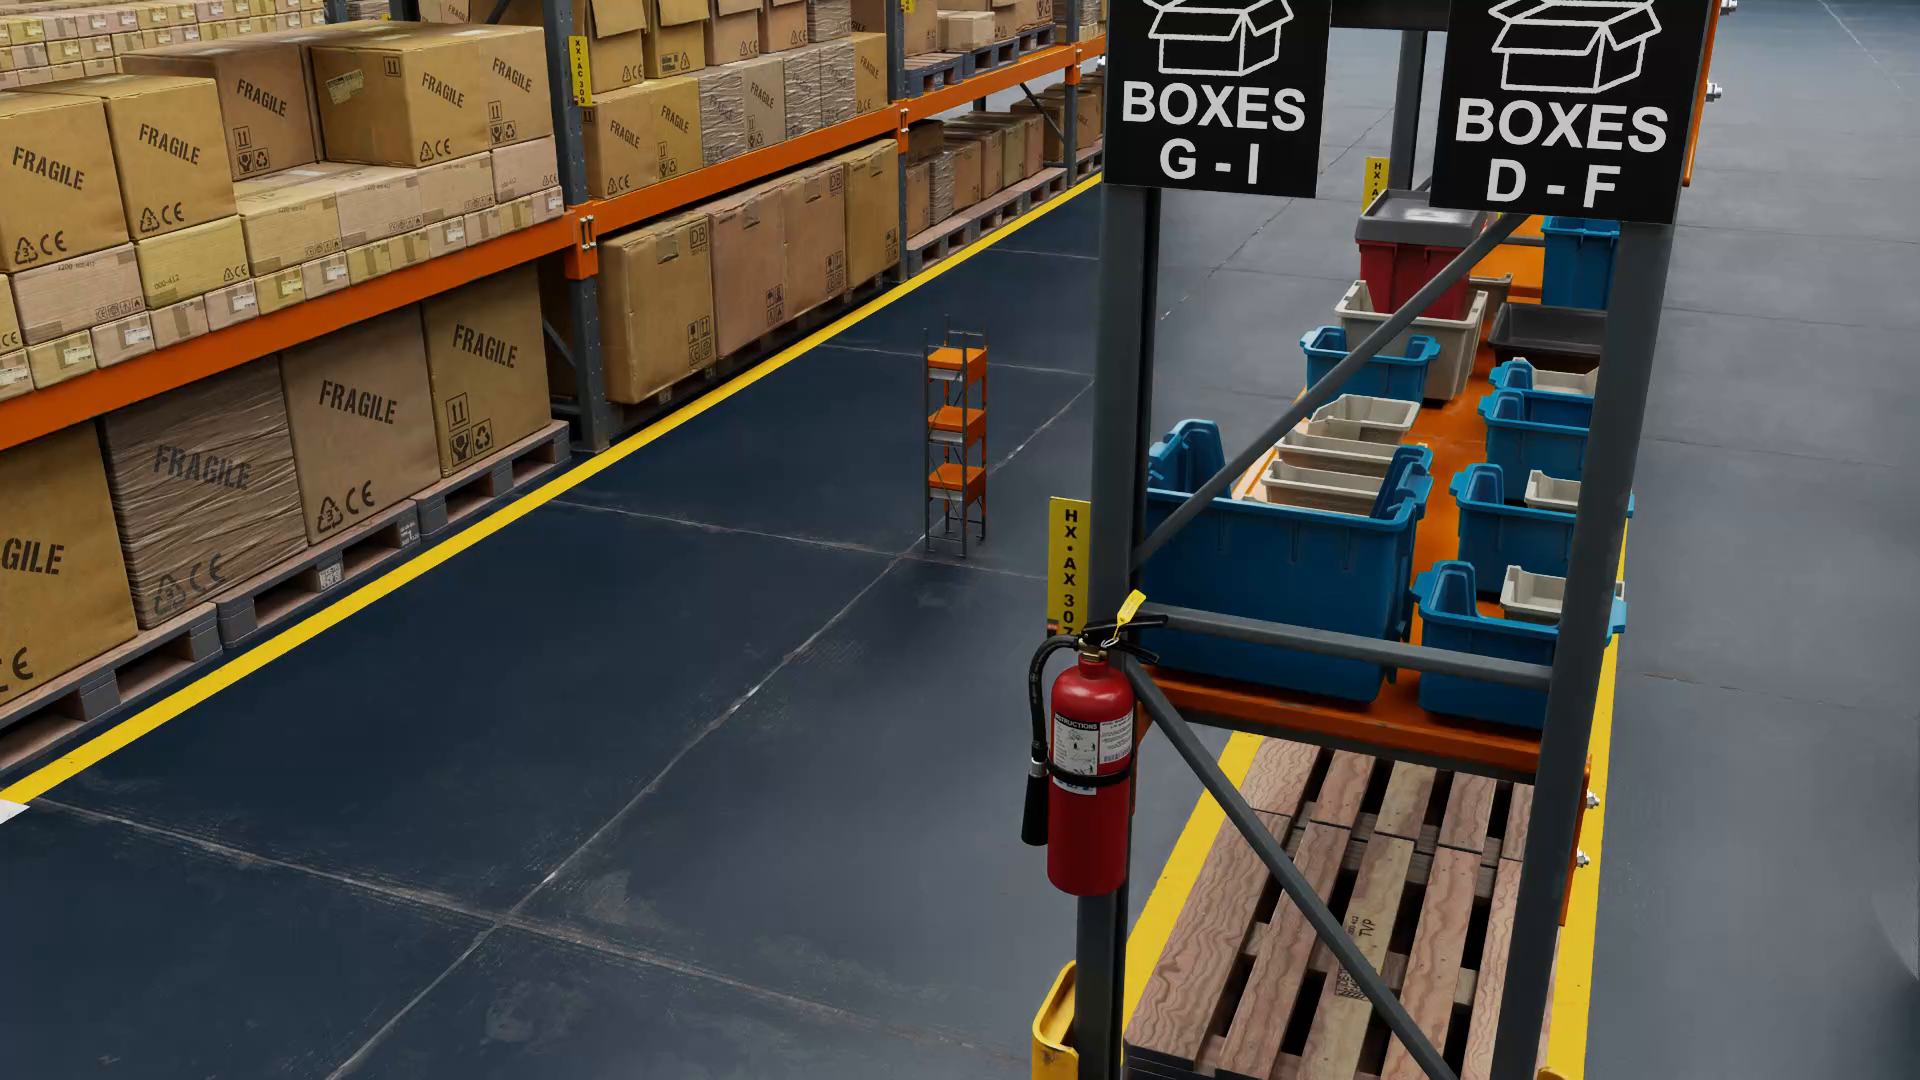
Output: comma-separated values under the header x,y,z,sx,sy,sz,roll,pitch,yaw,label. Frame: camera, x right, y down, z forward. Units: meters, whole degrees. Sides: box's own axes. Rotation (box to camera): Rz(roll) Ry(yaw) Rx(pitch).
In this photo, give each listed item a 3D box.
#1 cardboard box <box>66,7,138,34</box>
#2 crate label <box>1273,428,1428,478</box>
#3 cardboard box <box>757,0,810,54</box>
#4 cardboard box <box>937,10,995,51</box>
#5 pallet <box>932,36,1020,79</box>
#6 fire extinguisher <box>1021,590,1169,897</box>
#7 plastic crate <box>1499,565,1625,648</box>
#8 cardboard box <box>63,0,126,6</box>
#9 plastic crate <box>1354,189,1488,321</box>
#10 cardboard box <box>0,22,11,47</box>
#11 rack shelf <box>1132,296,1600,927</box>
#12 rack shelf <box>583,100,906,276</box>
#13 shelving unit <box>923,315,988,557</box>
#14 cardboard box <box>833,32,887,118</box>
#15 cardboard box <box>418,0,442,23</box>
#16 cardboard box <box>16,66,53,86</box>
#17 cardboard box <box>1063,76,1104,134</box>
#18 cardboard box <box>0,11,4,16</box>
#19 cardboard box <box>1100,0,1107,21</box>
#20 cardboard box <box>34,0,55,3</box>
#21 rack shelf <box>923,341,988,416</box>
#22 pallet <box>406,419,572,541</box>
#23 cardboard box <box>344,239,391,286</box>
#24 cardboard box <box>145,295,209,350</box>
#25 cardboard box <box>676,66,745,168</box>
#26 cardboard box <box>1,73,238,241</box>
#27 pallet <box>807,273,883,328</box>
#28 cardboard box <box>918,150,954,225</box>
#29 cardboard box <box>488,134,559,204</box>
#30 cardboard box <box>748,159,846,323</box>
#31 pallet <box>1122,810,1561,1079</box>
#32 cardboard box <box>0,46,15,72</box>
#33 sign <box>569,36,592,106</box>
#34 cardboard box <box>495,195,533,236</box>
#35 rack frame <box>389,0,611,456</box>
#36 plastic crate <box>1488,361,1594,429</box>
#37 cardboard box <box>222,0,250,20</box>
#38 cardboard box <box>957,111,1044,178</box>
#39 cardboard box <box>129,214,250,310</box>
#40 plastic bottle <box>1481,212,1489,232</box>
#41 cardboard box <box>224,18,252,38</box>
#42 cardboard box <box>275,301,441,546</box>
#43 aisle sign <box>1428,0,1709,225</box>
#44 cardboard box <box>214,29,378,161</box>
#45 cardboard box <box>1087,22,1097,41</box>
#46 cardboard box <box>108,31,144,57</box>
x,y,z,sx,sy,sz,roll,pitch,yaw,label
-5.878,-3.561,11.392,0.380,0.149,0.250,10,25,22,cardboard box
1.086,-0.212,4.630,0.396,0.136,0.243,9,24,20,crate label
-1.409,-3.372,10.501,0.797,0.503,0.637,9,24,21,cardboard box
-0.042,-4.047,13.196,0.500,0.250,0.500,8,24,19,cardboard box
-0.180,-3.981,13.638,1.003,0.211,1.213,9,24,20,pallet
0.271,0.413,3.453,0.296,0.674,0.183,9,24,20,fire extinguisher
1.343,0.166,3.724,0.250,0.136,0.298,9,24,20,plastic crate
-6.283,-3.846,12.075,0.380,0.149,0.250,10,25,22,cardboard box
1.671,-0.989,6.064,0.402,0.464,0.583,9,24,20,plastic crate
-6.260,-3.198,10.525,0.380,0.149,0.250,9,24,22,cardboard box
1.492,-0.167,5.192,1.077,0.370,4.000,9,24,20,rack shelf
-1.621,-2.308,10.317,1.077,0.370,4.000,9,24,20,rack shelf
-0.020,-0.465,7.502,0.215,1.050,0.252,9,24,20,shelving unit
-0.831,-3.190,11.364,0.500,0.500,0.500,10,25,22,cardboard box
-4.842,-4.452,14.387,0.500,0.500,0.500,9,24,20,cardboard box
-6.164,-3.012,10.851,0.380,0.149,0.250,9,24,20,cardboard box
1.406,-4.597,17.563,0.500,0.500,0.500,11,25,25,cardboard box
-6.669,-3.477,11.191,0.380,0.149,0.250,9,24,20,cardboard box
1.051,-5.296,16.022,0.875,0.500,0.500,9,24,20,cardboard box
-9.297,-5.429,16.637,0.380,0.149,0.250,10,25,22,cardboard box
-0.020,-0.717,7.397,0.215,0.259,0.240,9,24,20,rack shelf
-2.719,-0.376,8.377,1.003,0.211,1.213,9,24,20,pallet
-2.650,-1.192,7.038,0.380,0.149,0.250,8,24,19,cardboard box
-3.031,-0.824,6.158,0.380,0.149,0.250,8,24,19,cardboard box
-1.588,-2.458,9.613,0.500,0.500,0.500,8,24,19,cardboard box
-3.048,-1.405,6.058,0.500,0.500,0.500,8,24,19,cardboard box
-1.240,-1.797,11.779,1.003,0.211,1.213,9,24,20,pallet
-0.453,-2.848,13.349,0.700,0.500,0.500,7,24,16,cardboard box
-2.284,-1.797,7.968,0.500,0.250,0.500,8,24,19,cardboard box
-1.492,-2.007,10.875,1.225,0.875,0.875,9,24,20,cardboard box
1.092,1.214,4.571,1.003,0.211,1.213,9,24,20,pallet
-6.263,-3.054,10.564,0.380,0.149,0.250,8,24,19,cardboard box
-1.848,-2.281,8.093,0.100,0.325,0.005,9,24,20,sign
-2.268,-1.560,7.918,0.380,0.149,0.250,9,24,21,cardboard box
-2.363,-1.924,8.465,1.000,3.000,0.127,9,24,20,rack frame
1.747,-0.354,4.845,0.416,0.233,0.300,9,24,20,plastic crate
-5.490,-3.934,12.285,0.380,0.149,0.250,10,24,22,cardboard box
0.360,-3.620,15.197,0.700,0.500,0.500,7,24,16,cardboard box
-3.043,-1.060,6.205,0.500,0.250,0.500,8,24,18,cardboard box
2.340,-1.430,7.540,0.097,0.201,0.097,0,23,0,plastic bottle
-5.492,-3.795,12.339,0.380,0.149,0.250,9,24,20,cardboard box
-3.017,-0.591,7.484,0.875,0.875,0.875,9,24,20,cardboard box
0.998,-0.915,2.675,0.394,0.787,0.004,9,24,20,aisle sign
-2.969,-2.028,7.550,0.500,0.500,0.500,9,24,20,cardboard box
1.072,-4.792,15.657,0.380,0.149,0.250,9,24,20,cardboard box
-5.875,-3.431,11.467,0.380,0.149,0.250,8,24,19,cardboard box
